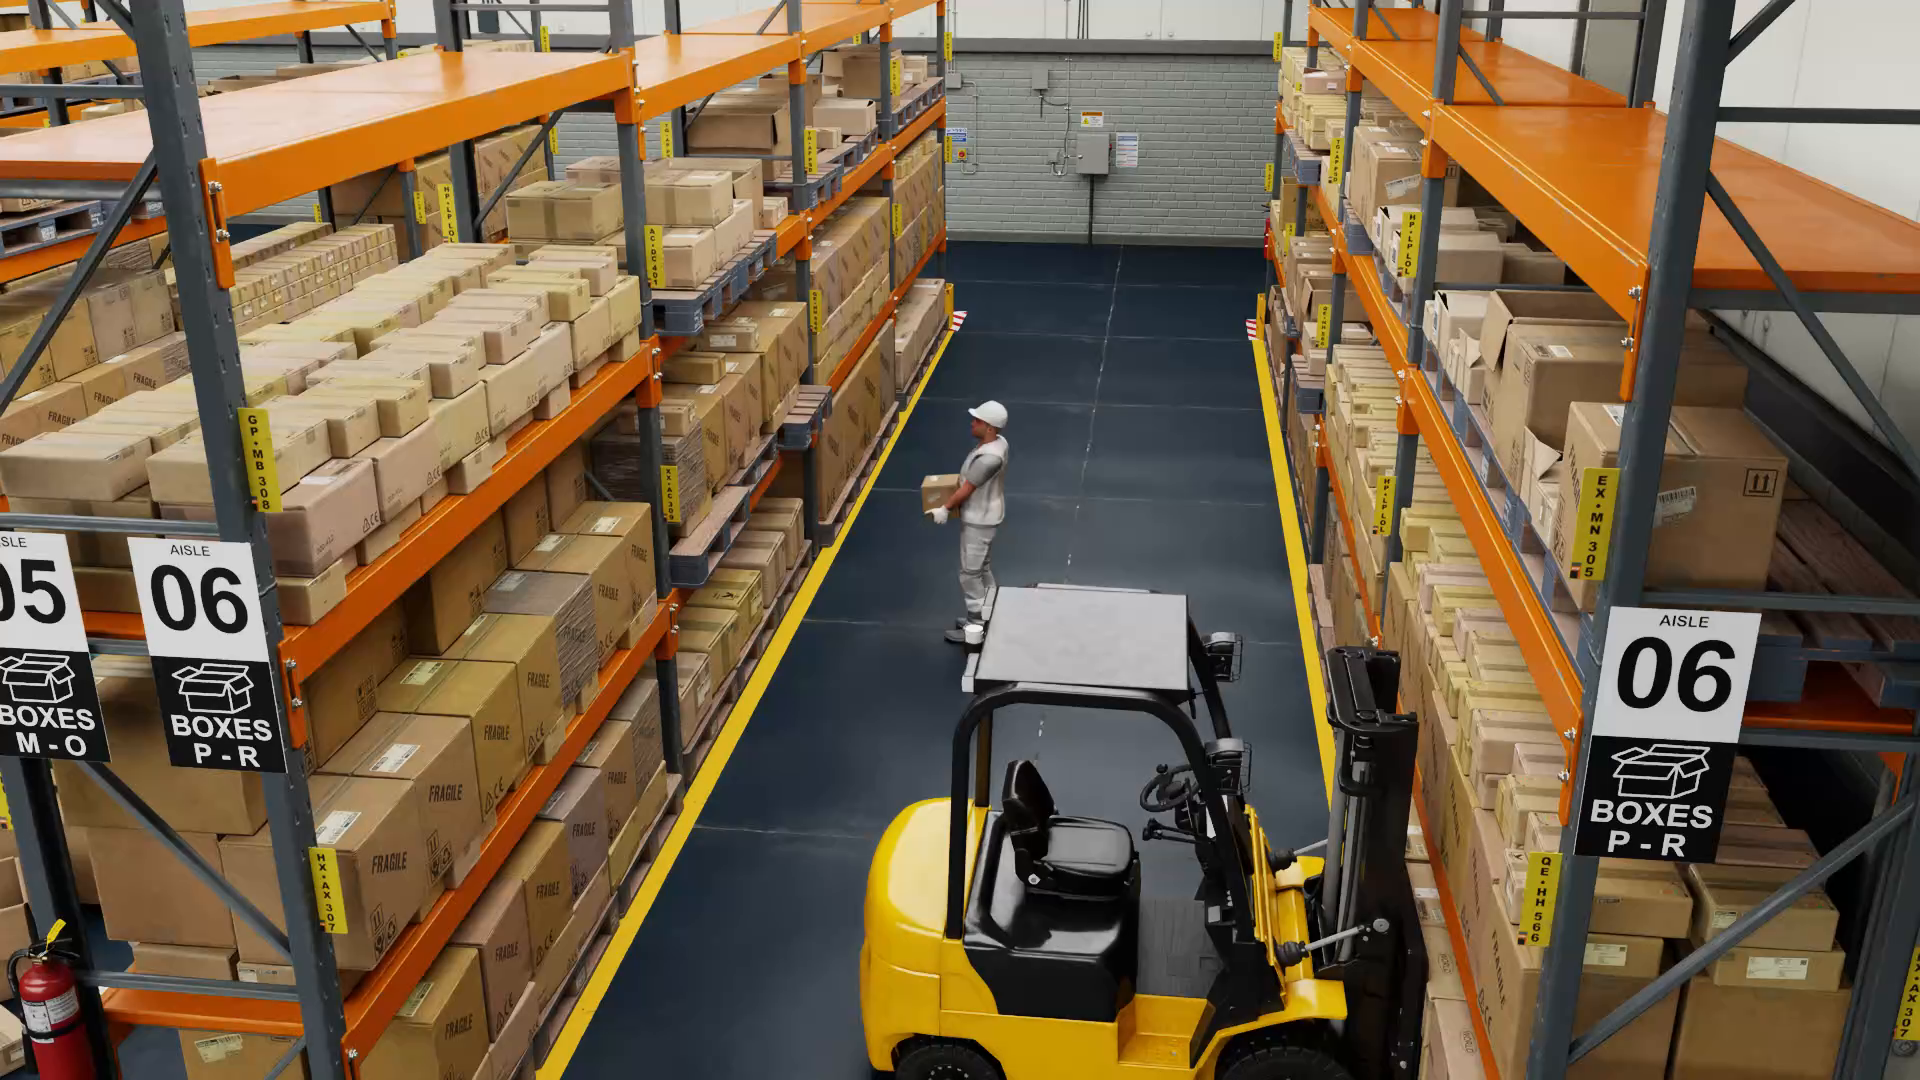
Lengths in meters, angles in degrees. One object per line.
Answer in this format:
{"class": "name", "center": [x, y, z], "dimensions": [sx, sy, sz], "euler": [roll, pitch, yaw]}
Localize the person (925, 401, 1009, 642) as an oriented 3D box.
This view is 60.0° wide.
{"class": "person", "center": [0.048, -0.135, 11.844], "dimensions": [0.573, 1.782, 0.494], "euler": [2, 21, 6]}
